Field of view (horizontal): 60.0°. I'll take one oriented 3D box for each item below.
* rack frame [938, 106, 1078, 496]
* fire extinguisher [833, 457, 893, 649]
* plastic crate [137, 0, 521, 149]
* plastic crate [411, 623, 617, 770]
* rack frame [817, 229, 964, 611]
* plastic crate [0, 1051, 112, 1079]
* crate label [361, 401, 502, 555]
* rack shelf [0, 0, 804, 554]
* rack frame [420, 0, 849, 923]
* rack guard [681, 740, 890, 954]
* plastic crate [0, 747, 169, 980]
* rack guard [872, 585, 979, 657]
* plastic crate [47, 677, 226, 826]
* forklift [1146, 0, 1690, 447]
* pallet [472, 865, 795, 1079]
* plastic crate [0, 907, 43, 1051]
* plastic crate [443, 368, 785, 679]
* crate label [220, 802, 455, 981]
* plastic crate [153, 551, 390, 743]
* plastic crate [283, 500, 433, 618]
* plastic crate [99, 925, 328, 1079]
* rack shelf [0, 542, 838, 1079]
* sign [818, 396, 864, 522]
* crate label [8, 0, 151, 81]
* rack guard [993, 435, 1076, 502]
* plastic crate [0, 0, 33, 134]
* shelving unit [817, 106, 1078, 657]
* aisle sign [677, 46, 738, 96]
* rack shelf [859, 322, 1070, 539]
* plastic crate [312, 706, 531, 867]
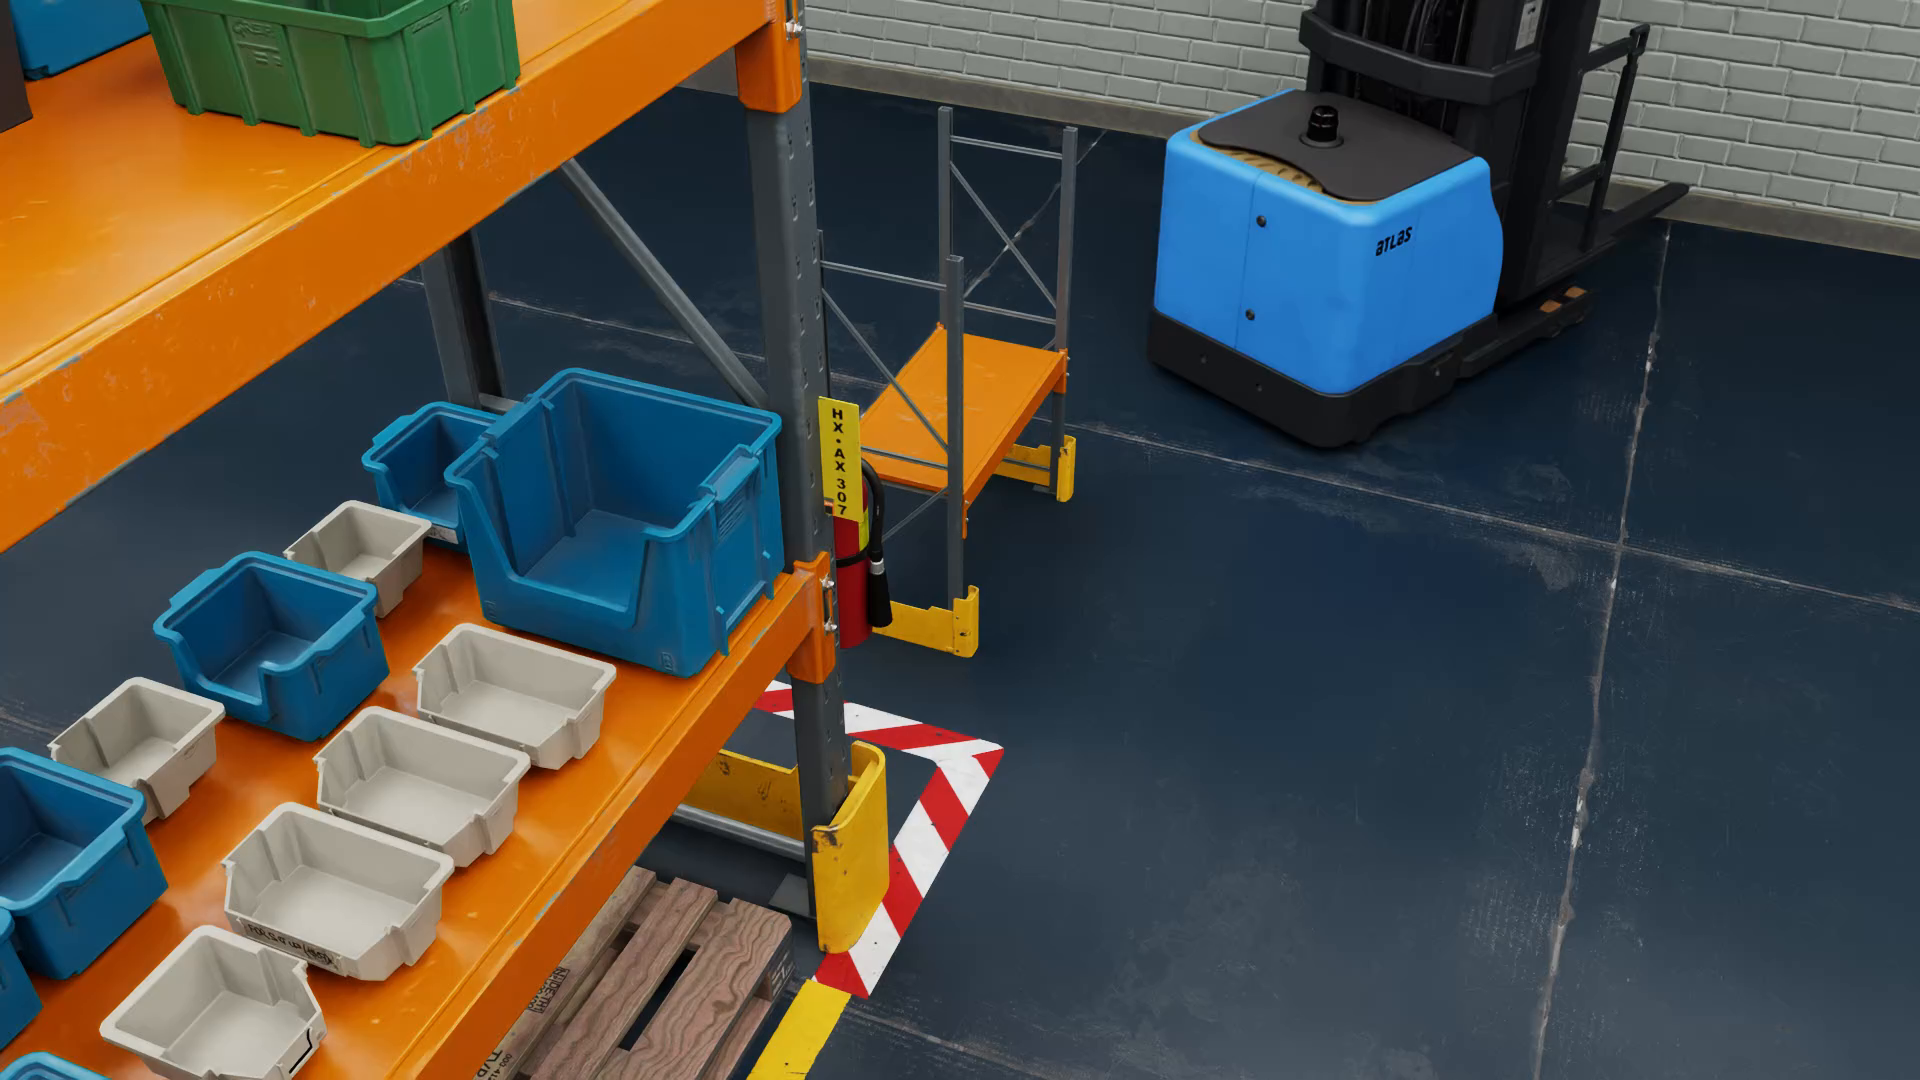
[{"bbox_3d":[0.161,-0.835,6.114,0.500,1.500,0.032,14,39,18],"label":"rack frame"},{"bbox_3d":[-0.313,-0.034,4.166,0.296,0.674,0.183,14,39,18],"label":"fire extinguisher"},{"bbox_3d":[-0.901,-0.740,2.406,0.450,0.188,0.336,14,39,18],"label":"plastic crate"},{"bbox_3d":[-0.933,0.340,3.460,0.396,0.136,0.243,14,39,18],"label":"plastic crate"},{"bbox_3d":[-0.226,-0.272,5.361,0.500,1.500,0.032,14,39,18],"label":"rack frame"},{"bbox_3d":[-1.335,1.004,2.491,0.416,0.233,0.300,14,39,18],"label":"plastic crate"},{"bbox_3d":[-1.189,-0.130,4.008,0.416,0.233,0.303,14,39,18],"label":"crate label"},{"bbox_3d":[-1.551,-0.041,1.894,1.077,0.370,4.000,14,39,18],"label":"rack shelf"},{"bbox_3d":[-0.790,-0.235,4.058,1.000,3.000,0.127,14,39,18],"label":"rack frame"},{"bbox_3d":[-0.793,0.750,4.829,1.175,0.500,0.348,14,39,18],"label":"rack guard"},{"bbox_3d":[-1.690,0.599,3.033,0.416,0.233,0.300,14,39,18],"label":"plastic crate"},{"bbox_3d":[-0.219,0.218,5.750,0.587,0.250,0.087,14,39,18],"label":"rack guard"},{"bbox_3d":[-1.645,0.443,3.322,0.250,0.136,0.298,14,39,18],"label":"plastic crate"},{"bbox_3d":[2.248,-2.292,6.868,3.031,2.935,1.130,-28,45,-32],"label":"forklift"},{"bbox_3d":[-1.140,1.330,4.294,1.003,0.211,1.213,14,39,18],"label":"pallet"},{"bbox_3d":[-1.804,0.765,2.810,0.416,0.233,0.300,14,39,18],"label":"plastic crate"},{"bbox_3d":[-0.745,-0.045,3.725,0.616,0.435,0.499,14,39,18],"label":"plastic crate"},{"bbox_3d":[-1.140,0.657,3.036,0.396,0.136,0.243,14,39,18],"label":"crate label"},{"bbox_3d":[-1.439,0.235,3.520,0.416,0.233,0.300,14,39,18],"label":"plastic crate"},{"bbox_3d":[-1.387,0.067,3.825,0.250,0.136,0.298,14,39,18],"label":"plastic crate"},{"bbox_3d":[-1.236,0.825,2.811,0.298,0.136,0.250,14,39,18],"label":"plastic crate"},{"bbox_3d":[-1.551,1.161,2.792,1.077,0.370,4.000,14,39,18],"label":"rack shelf"},{"bbox_3d":[-0.275,-0.184,3.854,0.100,0.325,0.005,14,39,18],"label":"sign"},{"bbox_3d":[-1.440,-0.939,2.620,0.408,0.251,0.502,14,39,18],"label":"crate label"},{"bbox_3d":[0.160,-0.334,6.488,0.587,0.250,0.087,14,39,18],"label":"rack guard"},{"bbox_3d":[-1.626,-0.628,2.131,0.504,0.338,0.767,14,39,18],"label":"plastic crate"},{"bbox_3d":[-0.029,-0.559,5.745,0.587,1.500,1.083,14,39,18],"label":"shelving unit"},{"bbox_3d":[-0.492,-1.249,3.244,0.394,0.787,0.004,14,39,18],"label":"aisle sign"},{"bbox_3d":[-0.032,-0.409,5.845,0.538,0.185,1.000,14,39,18],"label":"rack shelf"},{"bbox_3d":[-1.057,0.497,3.250,0.396,0.136,0.243,14,39,18],"label":"plastic crate"}]
